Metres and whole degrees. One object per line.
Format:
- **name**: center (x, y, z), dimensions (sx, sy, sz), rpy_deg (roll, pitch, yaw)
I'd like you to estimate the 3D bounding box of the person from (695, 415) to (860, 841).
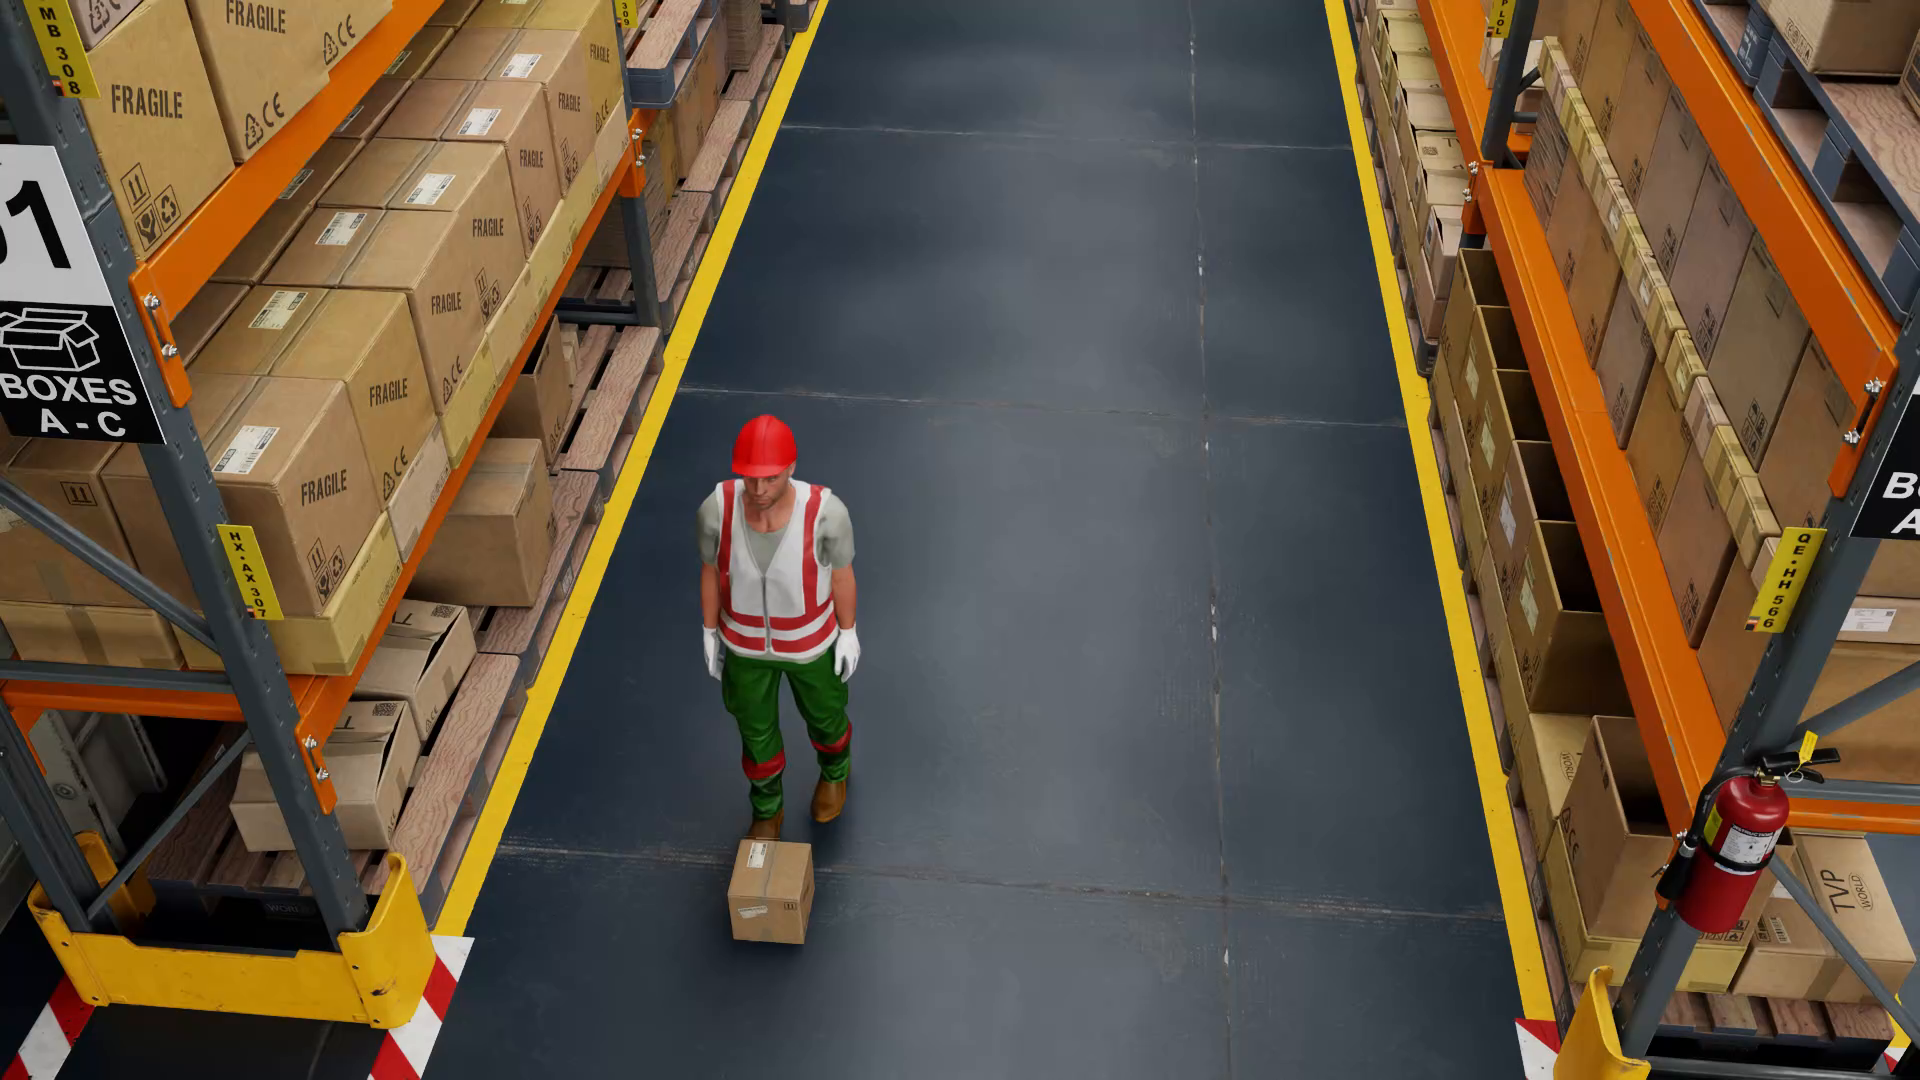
- **person**: center (-0.618, 0.359, 5.713), dimensions (0.538, 1.814, 0.538), rpy_deg (3, 40, 4)
